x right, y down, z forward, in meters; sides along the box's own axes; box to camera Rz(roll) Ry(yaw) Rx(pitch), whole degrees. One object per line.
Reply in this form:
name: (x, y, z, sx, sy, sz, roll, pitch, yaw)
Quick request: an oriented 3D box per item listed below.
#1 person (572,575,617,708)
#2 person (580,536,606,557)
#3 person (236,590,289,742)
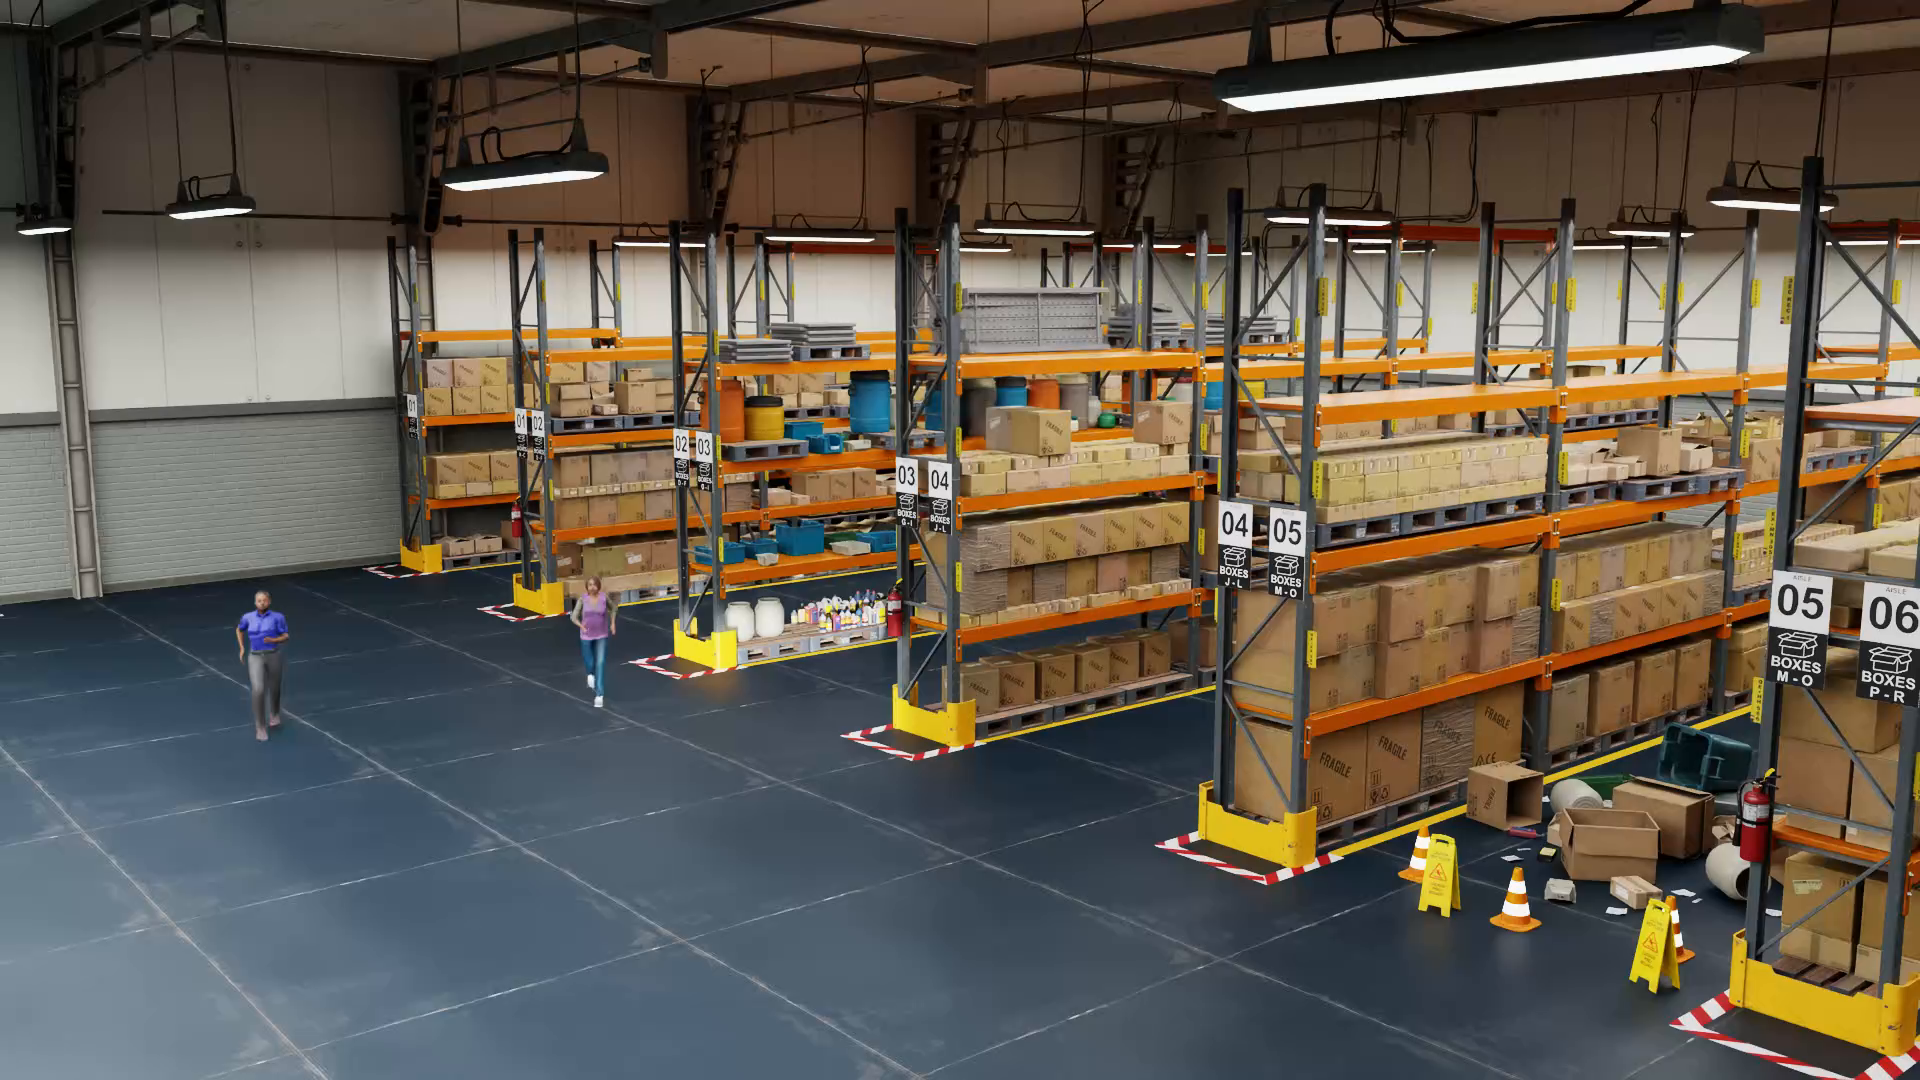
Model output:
person: (-4.530, 1.218, 20.649, 0.555, 1.592, 0.865, -2, 9, -14)
person: (-6.291, -0.115, 28.806, 0.709, 1.737, 0.757, 7, 11, 37)
person: (-7.998, 1.425, 19.135, 0.546, 1.719, 0.770, -4, 10, -25)
